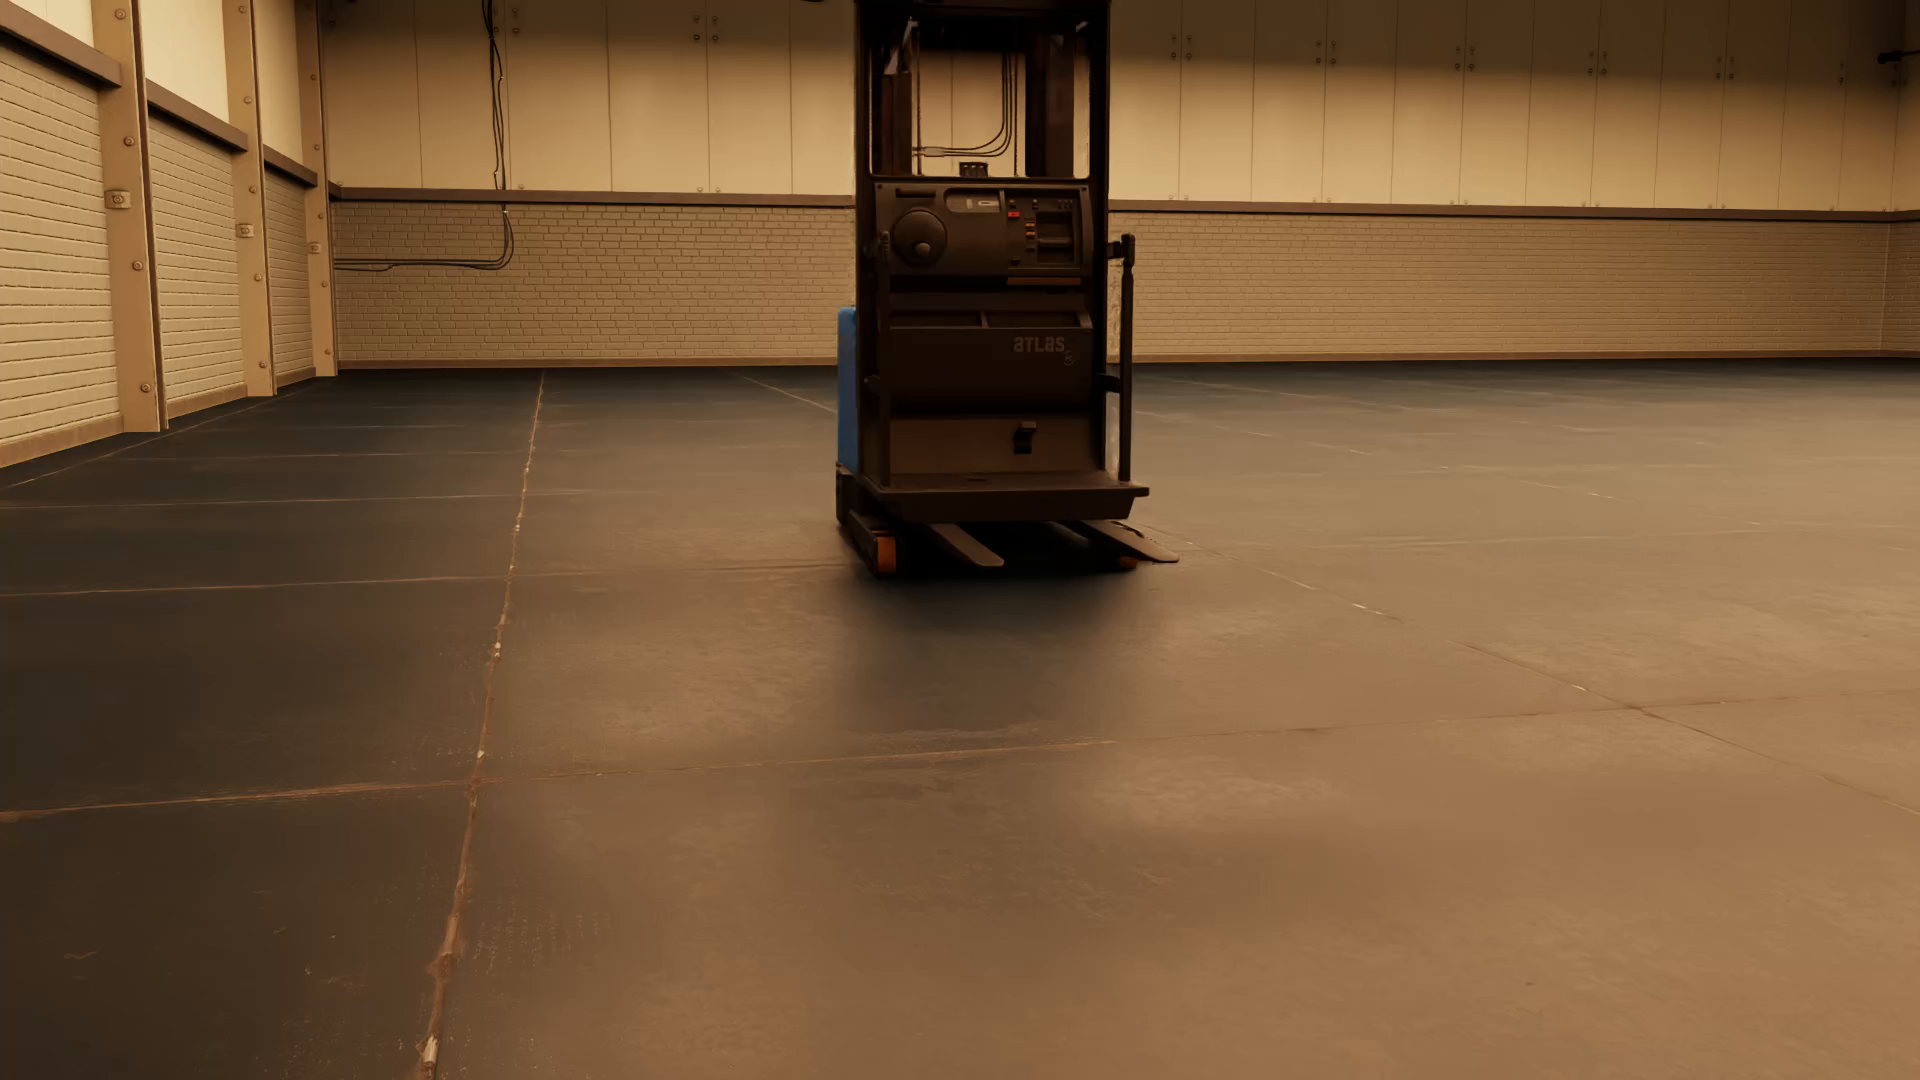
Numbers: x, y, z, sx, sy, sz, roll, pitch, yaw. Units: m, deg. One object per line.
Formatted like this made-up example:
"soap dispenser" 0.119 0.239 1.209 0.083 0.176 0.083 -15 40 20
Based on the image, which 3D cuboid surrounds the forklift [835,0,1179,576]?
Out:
"forklift" 0.141 -1.359 6.846 1.130 2.935 3.031 -1 8 -10
